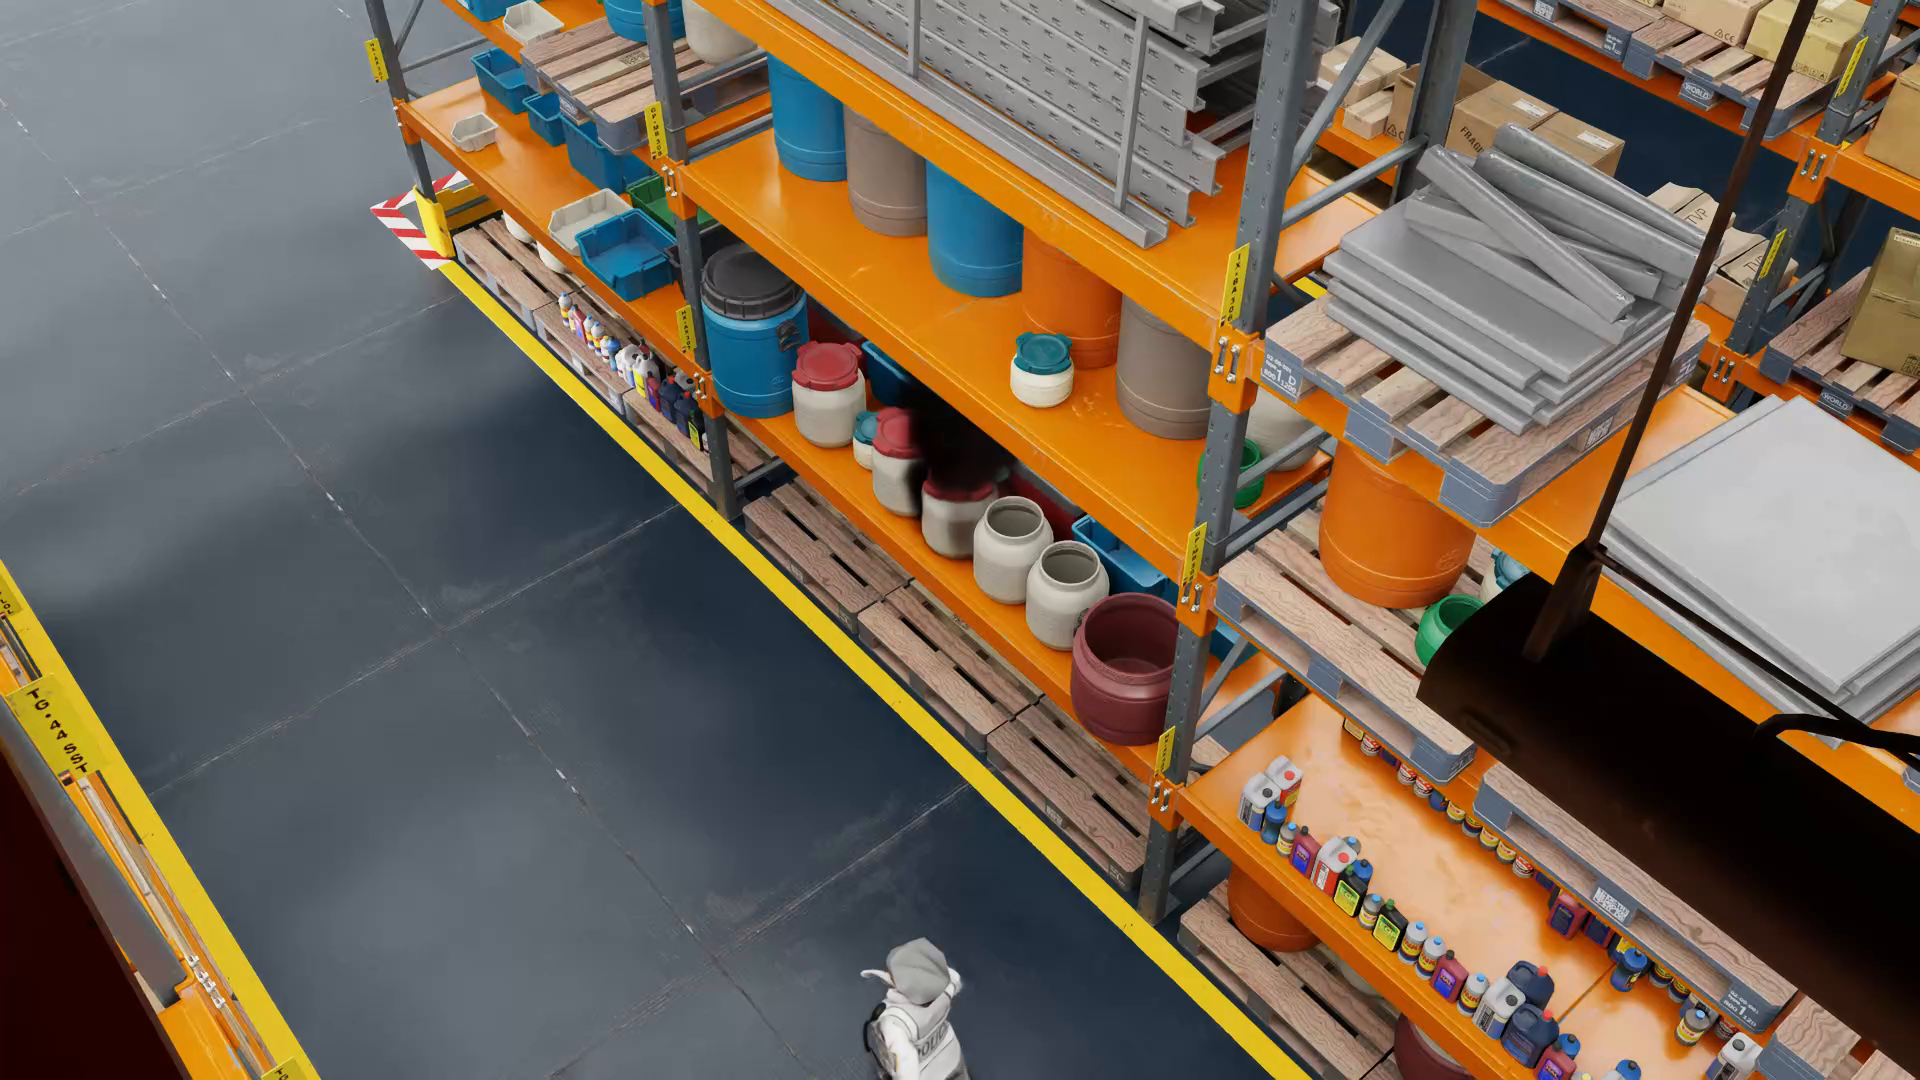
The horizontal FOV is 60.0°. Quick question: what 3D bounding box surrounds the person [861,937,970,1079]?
[{"bbox_3d":[-0.155,2.330,7.257,0.836,1.779,0.621,35,56,29],"label":"person"}]
